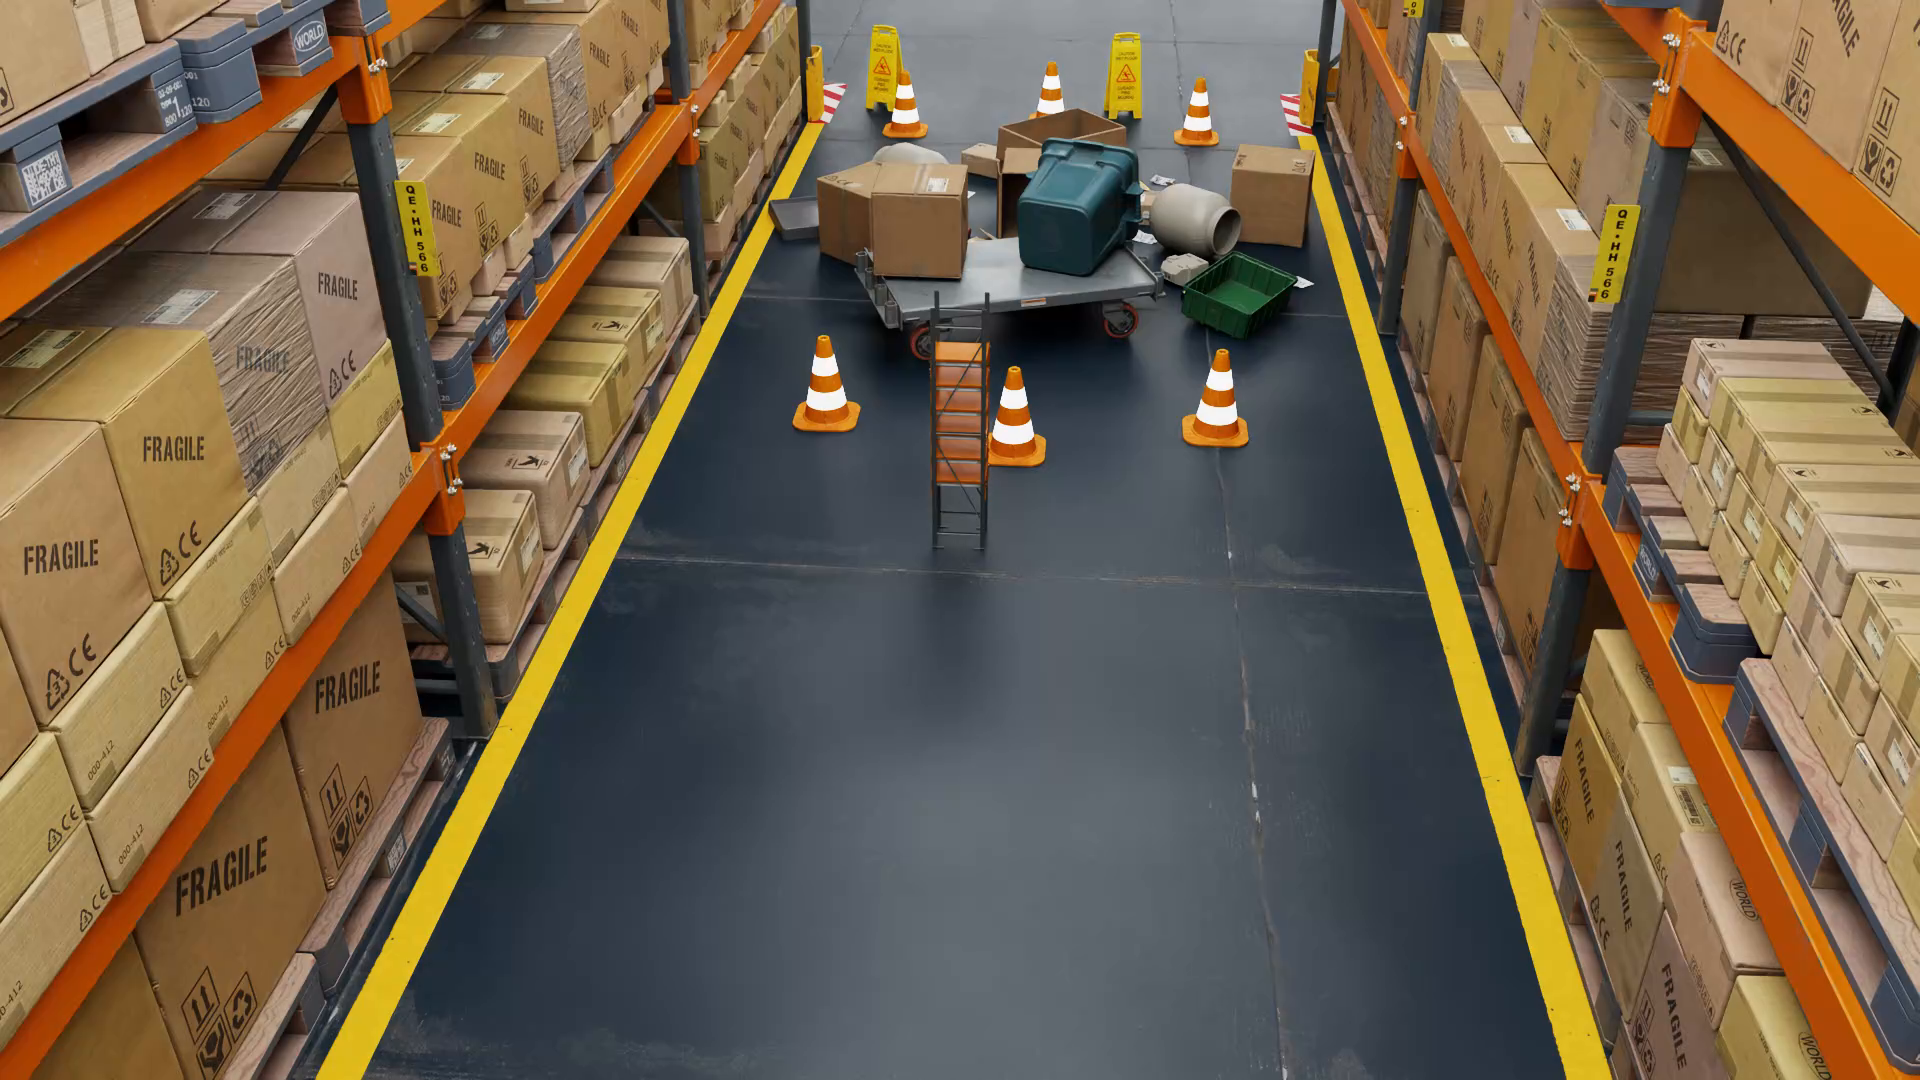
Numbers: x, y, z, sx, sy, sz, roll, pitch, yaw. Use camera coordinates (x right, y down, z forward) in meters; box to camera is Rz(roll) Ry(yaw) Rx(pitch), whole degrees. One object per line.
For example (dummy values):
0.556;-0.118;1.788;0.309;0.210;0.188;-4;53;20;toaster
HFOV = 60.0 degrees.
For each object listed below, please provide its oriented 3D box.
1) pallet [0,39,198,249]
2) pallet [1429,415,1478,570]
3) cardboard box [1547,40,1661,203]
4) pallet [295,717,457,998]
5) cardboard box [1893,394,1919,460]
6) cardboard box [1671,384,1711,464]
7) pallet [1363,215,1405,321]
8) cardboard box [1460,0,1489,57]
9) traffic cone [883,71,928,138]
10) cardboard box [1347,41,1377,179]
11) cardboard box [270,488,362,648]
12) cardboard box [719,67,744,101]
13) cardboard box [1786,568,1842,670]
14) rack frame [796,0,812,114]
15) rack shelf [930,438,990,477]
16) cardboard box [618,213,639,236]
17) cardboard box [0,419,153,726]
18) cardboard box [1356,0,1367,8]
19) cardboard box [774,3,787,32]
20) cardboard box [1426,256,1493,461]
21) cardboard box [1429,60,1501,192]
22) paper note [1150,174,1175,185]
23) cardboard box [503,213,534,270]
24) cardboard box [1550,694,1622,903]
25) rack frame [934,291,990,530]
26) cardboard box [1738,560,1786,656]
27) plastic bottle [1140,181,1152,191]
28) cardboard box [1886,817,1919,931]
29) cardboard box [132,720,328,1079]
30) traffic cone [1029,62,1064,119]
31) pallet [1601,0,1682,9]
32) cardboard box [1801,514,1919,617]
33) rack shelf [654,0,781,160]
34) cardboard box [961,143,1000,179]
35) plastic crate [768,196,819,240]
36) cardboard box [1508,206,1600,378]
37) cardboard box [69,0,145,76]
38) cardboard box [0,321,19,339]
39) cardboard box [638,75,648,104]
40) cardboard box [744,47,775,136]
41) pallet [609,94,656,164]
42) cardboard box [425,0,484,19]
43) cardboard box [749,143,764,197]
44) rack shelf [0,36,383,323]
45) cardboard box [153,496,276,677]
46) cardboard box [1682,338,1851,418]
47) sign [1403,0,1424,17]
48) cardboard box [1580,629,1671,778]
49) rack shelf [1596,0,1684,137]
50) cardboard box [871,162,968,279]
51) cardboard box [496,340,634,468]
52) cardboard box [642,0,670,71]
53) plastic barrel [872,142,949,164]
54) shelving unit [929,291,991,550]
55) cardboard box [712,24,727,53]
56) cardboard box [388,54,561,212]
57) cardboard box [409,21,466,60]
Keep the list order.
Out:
-2.413;-0.817;3.537;1.003;0.211;1.213;4;32;6;pallet
2.858;-0.244;7.944;1.003;0.211;1.213;2;32;4;pallet
2.743;-1.621;6.473;0.700;0.500;0.500;2;32;3;cardboard box
-2.464;1.052;5.842;1.003;0.211;1.213;2;32;4;pallet
3.030;-0.306;4.944;0.380;0.149;0.250;3;32;5;cardboard box
2.377;-0.340;4.998;0.380;0.149;0.250;4;32;6;cardboard box
3.082;-1.684;10.282;1.003;0.211;1.213;2;32;4;pallet
2.908;-2.686;8.200;0.700;0.500;0.500;2;32;3;cardboard box
-0.423;-3.367;12.773;0.336;0.463;0.334;2;32;4;traffic cone
3.209;-3.025;11.425;0.875;0.875;0.875;2;32;3;cardboard box
-2.133;0.063;4.932;0.500;0.250;0.500;3;32;5;cardboard box
-1.572;-2.868;10.432;0.380;0.149;0.250;4;32;6;cardboard box
2.297;0.204;4.116;0.380;0.149;0.250;3;32;4;cardboard box
-1.674;-4.727;12.562;1.000;3.000;0.127;2;32;4;rack frame
0.001;-0.378;7.534;0.258;0.103;0.180;2;32;4;rack shelf
-2.219;-1.965;10.299;0.500;0.250;0.500;4;32;6;cardboard box
-2.236;0.061;3.743;0.500;0.500;0.500;2;32;3;cardboard box
3.089;-3.861;11.013;0.875;0.550;0.550;2;32;4;cardboard box
-1.442;-3.706;11.792;0.380;0.149;0.250;3;32;5;cardboard box
2.899;-0.866;8.039;1.050;0.750;0.750;2;32;4;cardboard box
2.591;-1.992;8.028;0.500;0.500;0.500;3;32;4;cardboard box
1.452;-2.578;11.907;0.144;0.017;0.142;14;34;21;paper note
-1.946;-1.209;6.691;0.380;0.149;0.250;3;32;4;cardboard box
2.305;0.859;5.480;0.500;0.500;0.500;1;32;2;cardboard box
0.009;-0.566;7.525;0.240;1.200;0.006;2;32;4;rack frame
2.315;0.190;4.421;0.380;0.149;0.250;4;32;6;cardboard box
1.263;-2.438;11.648;0.133;0.061;0.283;-8;33;-13;plastic bottle
2.229;0.737;3.535;0.380;0.149;0.250;4;32;6;cardboard box
-2.541;1.005;4.884;0.875;0.875;0.875;3;32;5;cardboard box
0.711;-3.498;12.985;0.336;0.463;0.334;2;32;4;traffic cone
2.616;-1.921;5.329;1.213;0.211;1.003;4;32;6;pallet
2.300;0.071;4.047;0.380;0.149;0.250;4;32;6;cardboard box
-1.837;-3.375;11.054;1.077;0.370;4.000;2;32;4;rack shelf
0.233;-2.742;12.058;0.380;0.149;0.250;20;37;29;cardboard box
-1.054;-2.179;11.209;0.402;0.080;0.583;-8;33;-13;plastic crate
2.428;-0.936;6.314;0.500;0.500;0.500;2;32;4;cardboard box
-2.089;-1.208;3.719;0.396;0.266;0.258;2;32;3;cardboard box
-2.697;-0.235;4.224;0.500;0.500;0.500;3;32;5;cardboard box
-1.805;-2.290;8.445;0.380;0.149;0.250;2;32;3;cardboard box
-1.566;-3.088;11.408;0.500;0.500;0.500;2;32;3;cardboard box
-2.207;-2.161;8.580;1.003;0.211;1.213;2;32;4;pallet
-2.376;-2.457;7.480;0.380;0.149;0.250;4;32;7;cardboard box
-1.610;-2.498;11.165;0.500;0.250;0.500;2;32;3;cardboard box
-2.488;-0.469;3.479;1.077;0.370;4.000;2;32;4;rack shelf
-2.171;0.108;4.382;0.500;0.250;0.500;2;32;3;cardboard box
2.386;-0.475;4.934;0.380;0.149;0.250;3;32;4;cardboard box
2.389;-2.902;8.700;0.100;0.325;0.005;2;32;4;sign
2.319;0.531;5.297;0.500;0.250;0.500;1;32;2;cardboard box
2.779;-2.402;6.615;1.077;0.370;4.000;2;32;4;rack shelf
-0.223;-1.834;9.527;0.500;0.500;0.500;2;32;4;cardboard box
-2.150;-0.682;8.102;0.950;0.372;0.625;3;32;6;cardboard box
-1.808;-2.732;8.546;0.500;0.500;0.500;2;32;3;cardboard box
-0.333;-2.486;11.380;0.512;0.421;0.421;27;41;37;plastic barrel
0.001;-0.518;7.447;0.258;1.200;0.189;2;32;4;shelving unit
-1.639;-3.082;10.132;0.380;0.149;0.250;3;32;5;cardboard box
-1.986;-1.668;6.819;0.500;0.500;0.500;3;32;5;cardboard box
-2.449;-1.962;7.295;0.500;0.500;0.500;1;32;2;cardboard box
